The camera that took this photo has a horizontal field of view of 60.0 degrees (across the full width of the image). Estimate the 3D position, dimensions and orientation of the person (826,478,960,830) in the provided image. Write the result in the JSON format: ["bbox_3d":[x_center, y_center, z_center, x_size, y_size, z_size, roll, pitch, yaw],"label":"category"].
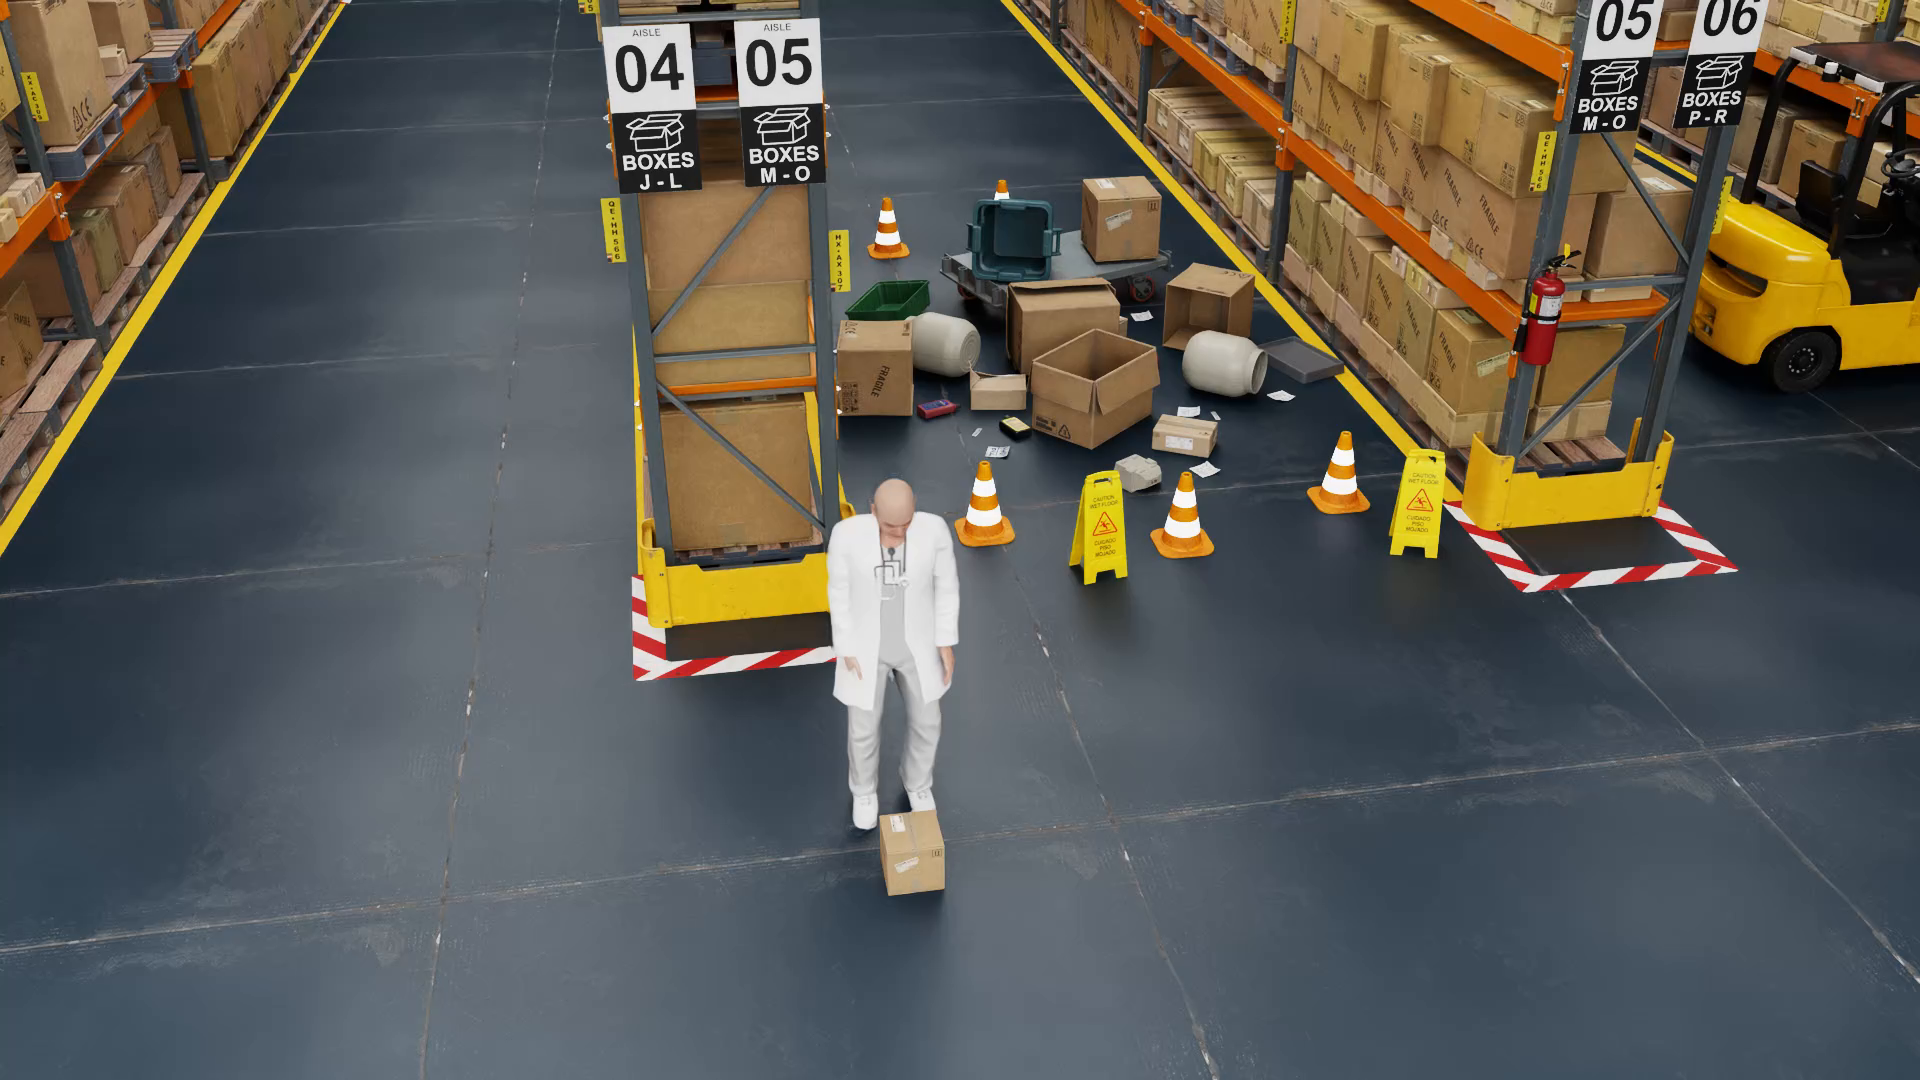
[{"bbox_3d":[-0.285,0.486,7.367,0.579,1.745,0.388,-5,31,-8],"label":"person"}]
